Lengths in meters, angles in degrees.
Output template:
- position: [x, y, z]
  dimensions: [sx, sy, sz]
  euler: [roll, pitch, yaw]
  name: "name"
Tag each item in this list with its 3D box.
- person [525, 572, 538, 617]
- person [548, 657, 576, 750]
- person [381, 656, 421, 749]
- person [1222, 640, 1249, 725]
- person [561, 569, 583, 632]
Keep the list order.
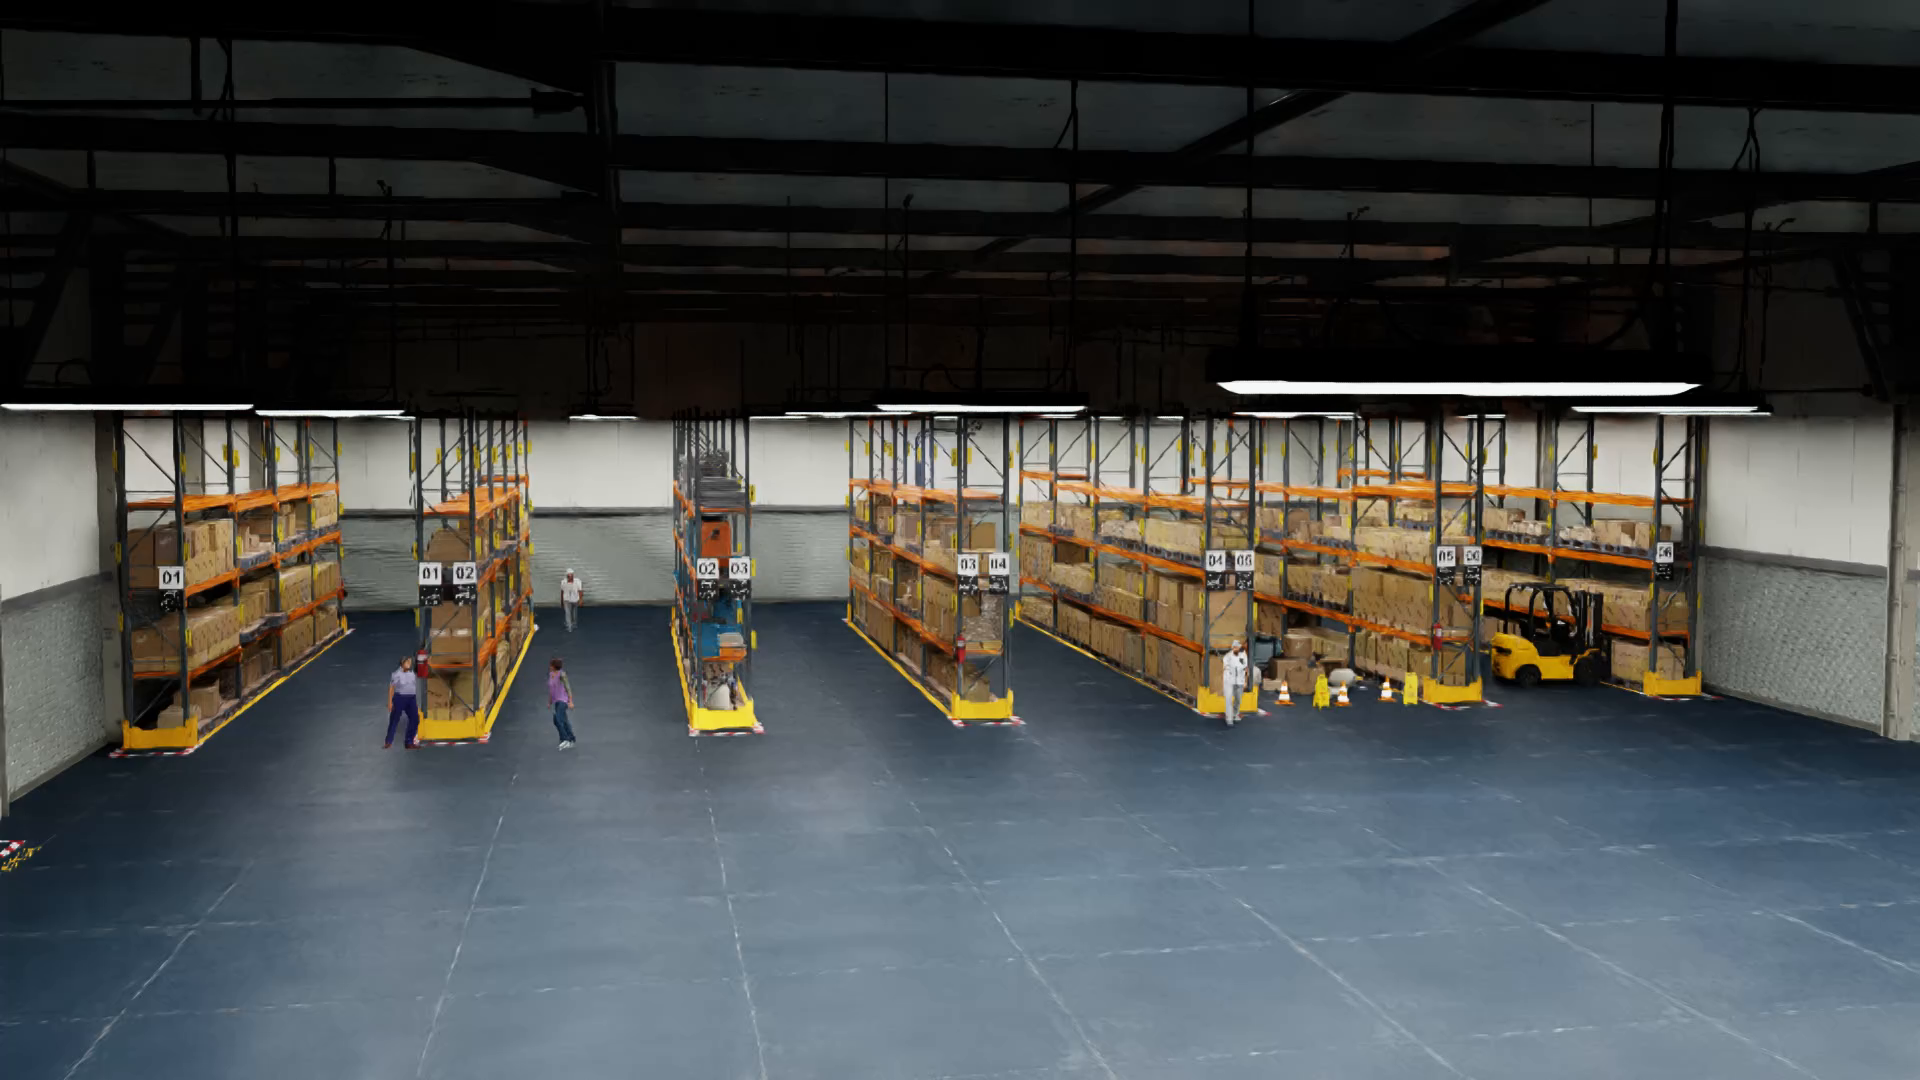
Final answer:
- position: [-12.759, 1.418, 48.461]
  dimensions: [0.699, 1.696, 0.801]
  euler: [-2, 5, -31]
  name: "person"
- position: [-6.983, 2.843, 29.193]
  dimensions: [0.460, 1.583, 0.519]
  euler: [-4, 5, -41]
  name: "person"
- position: [-9.825, 2.847, 29.122]
  dimensions: [0.490, 1.636, 0.621]
  euler: [3, 5, 38]
  name: "person"
- position: [5.212, 2.675, 31.449]
  dimensions: [0.477, 1.597, 0.994]
  euler: [0, 4, -2]
  name: "person"
- position: [-10.620, 1.635, 45.489]
  dimensions: [0.591, 1.716, 1.042]
  euler: [-1, 4, -12]
  name: "person"
